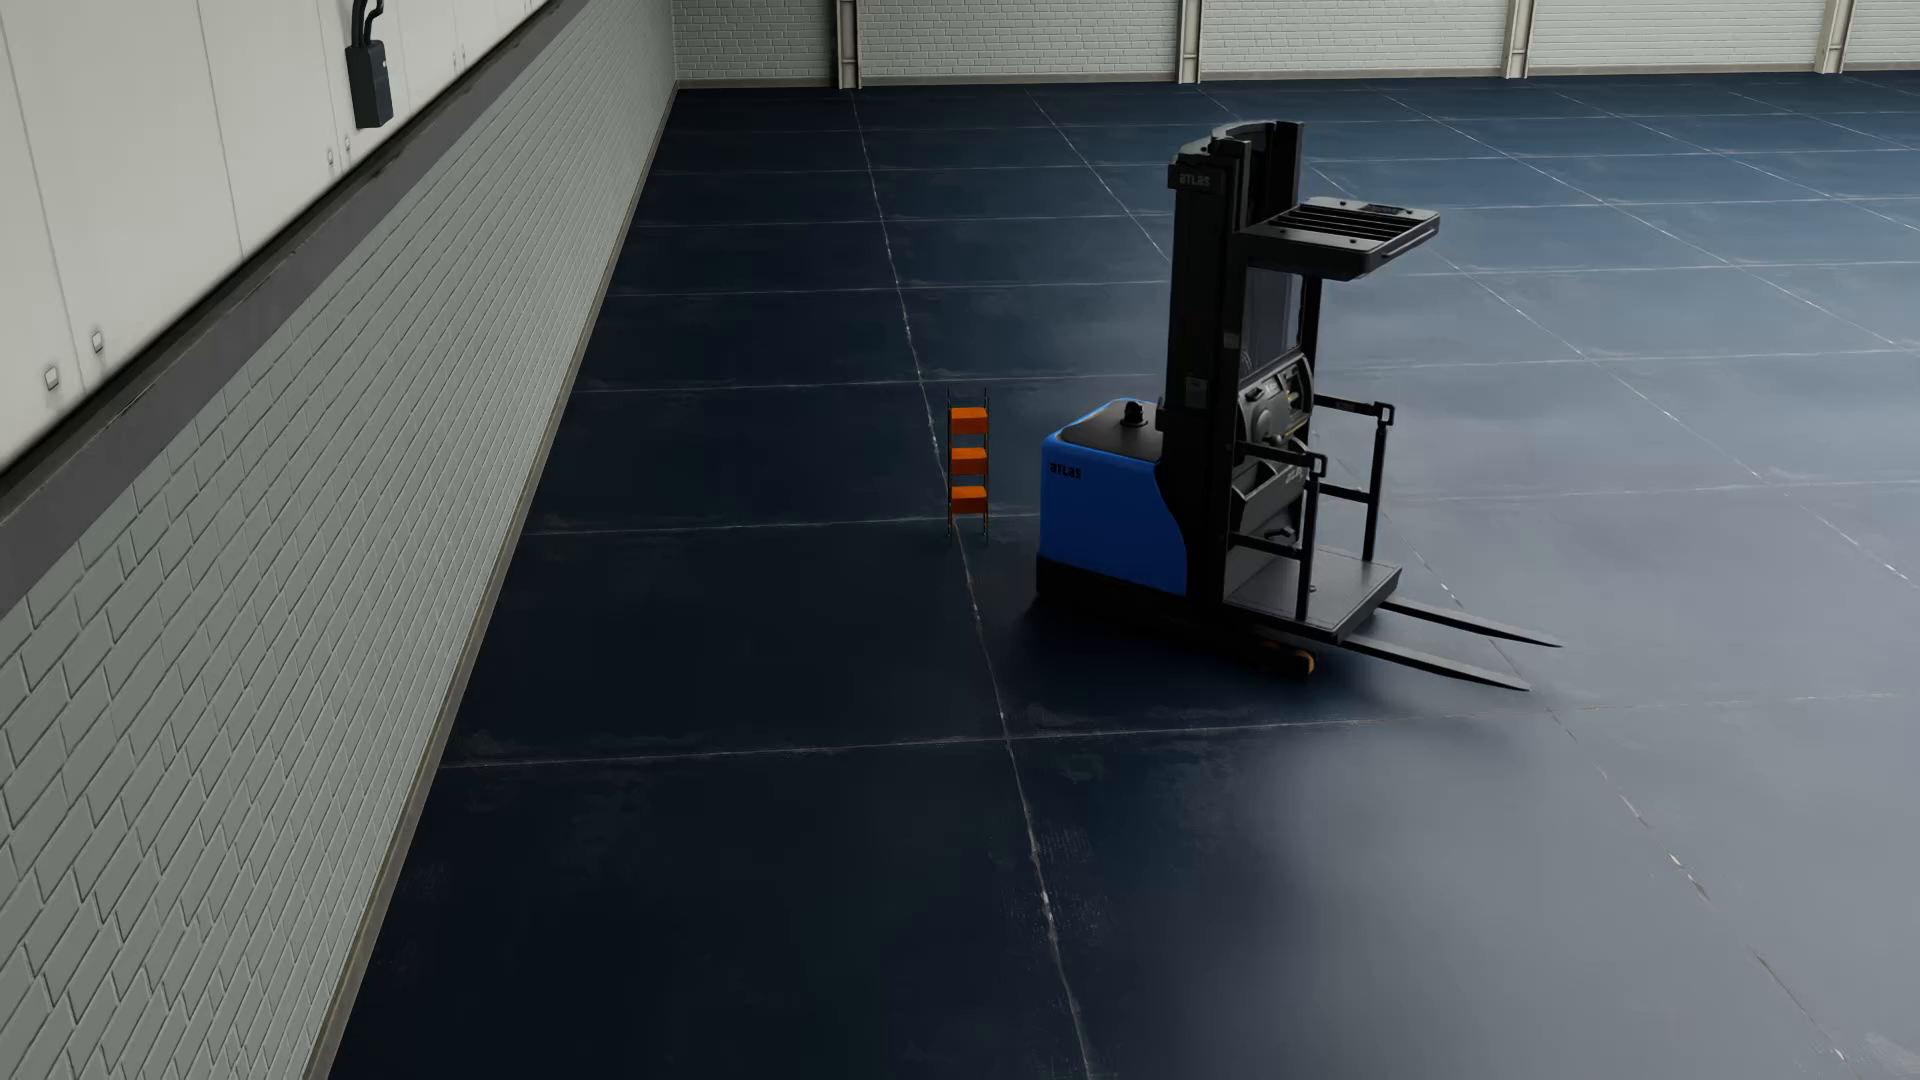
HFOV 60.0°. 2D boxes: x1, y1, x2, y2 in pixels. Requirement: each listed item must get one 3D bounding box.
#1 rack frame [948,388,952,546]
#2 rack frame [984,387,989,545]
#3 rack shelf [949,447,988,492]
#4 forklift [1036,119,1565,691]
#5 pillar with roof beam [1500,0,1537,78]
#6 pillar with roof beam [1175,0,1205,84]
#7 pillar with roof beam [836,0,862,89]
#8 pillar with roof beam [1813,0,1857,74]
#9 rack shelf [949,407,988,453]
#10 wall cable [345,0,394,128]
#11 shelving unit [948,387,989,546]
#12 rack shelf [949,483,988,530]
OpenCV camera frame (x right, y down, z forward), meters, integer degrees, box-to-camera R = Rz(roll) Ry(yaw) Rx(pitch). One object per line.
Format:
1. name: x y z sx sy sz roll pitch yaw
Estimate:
1. rack frame: -0.068 -0.477 11.031 0.008 1.050 0.200 -2 24 -5
2. rack frame: 0.175 -0.487 11.053 0.008 1.050 0.200 -2 24 -5
3. rack shelf: 0.053 -0.472 11.046 0.240 0.259 0.215 -2 24 -5
4. forklift: 1.979 -0.790 9.419 3.031 2.935 1.130 16 28 31
5. pillar with roof beam: 10.440 -10.759 24.376 0.400 9.000 9.100 -2 24 -5
6. pillar with roof beam: 4.469 -10.519 23.837 0.400 9.000 9.100 -2 24 -5
7. pillar with roof beam: -1.502 -10.280 23.298 0.400 9.000 9.100 -2 24 -5
8. pillar with roof beam: 16.411 -10.998 24.915 0.400 9.000 9.100 -2 24 -5
9. rack shelf: 0.053 -0.732 10.931 0.240 0.259 0.215 -2 24 -5
10. wall cable: -2.808 -5.096 7.449 0.169 6.003 2.305 -2 24 -5
11. shelving unit: 0.053 -0.482 11.042 0.252 1.050 0.215 -2 24 -5
12. rack shelf: 0.053 -0.218 11.159 0.240 0.259 0.215 -2 24 -5
